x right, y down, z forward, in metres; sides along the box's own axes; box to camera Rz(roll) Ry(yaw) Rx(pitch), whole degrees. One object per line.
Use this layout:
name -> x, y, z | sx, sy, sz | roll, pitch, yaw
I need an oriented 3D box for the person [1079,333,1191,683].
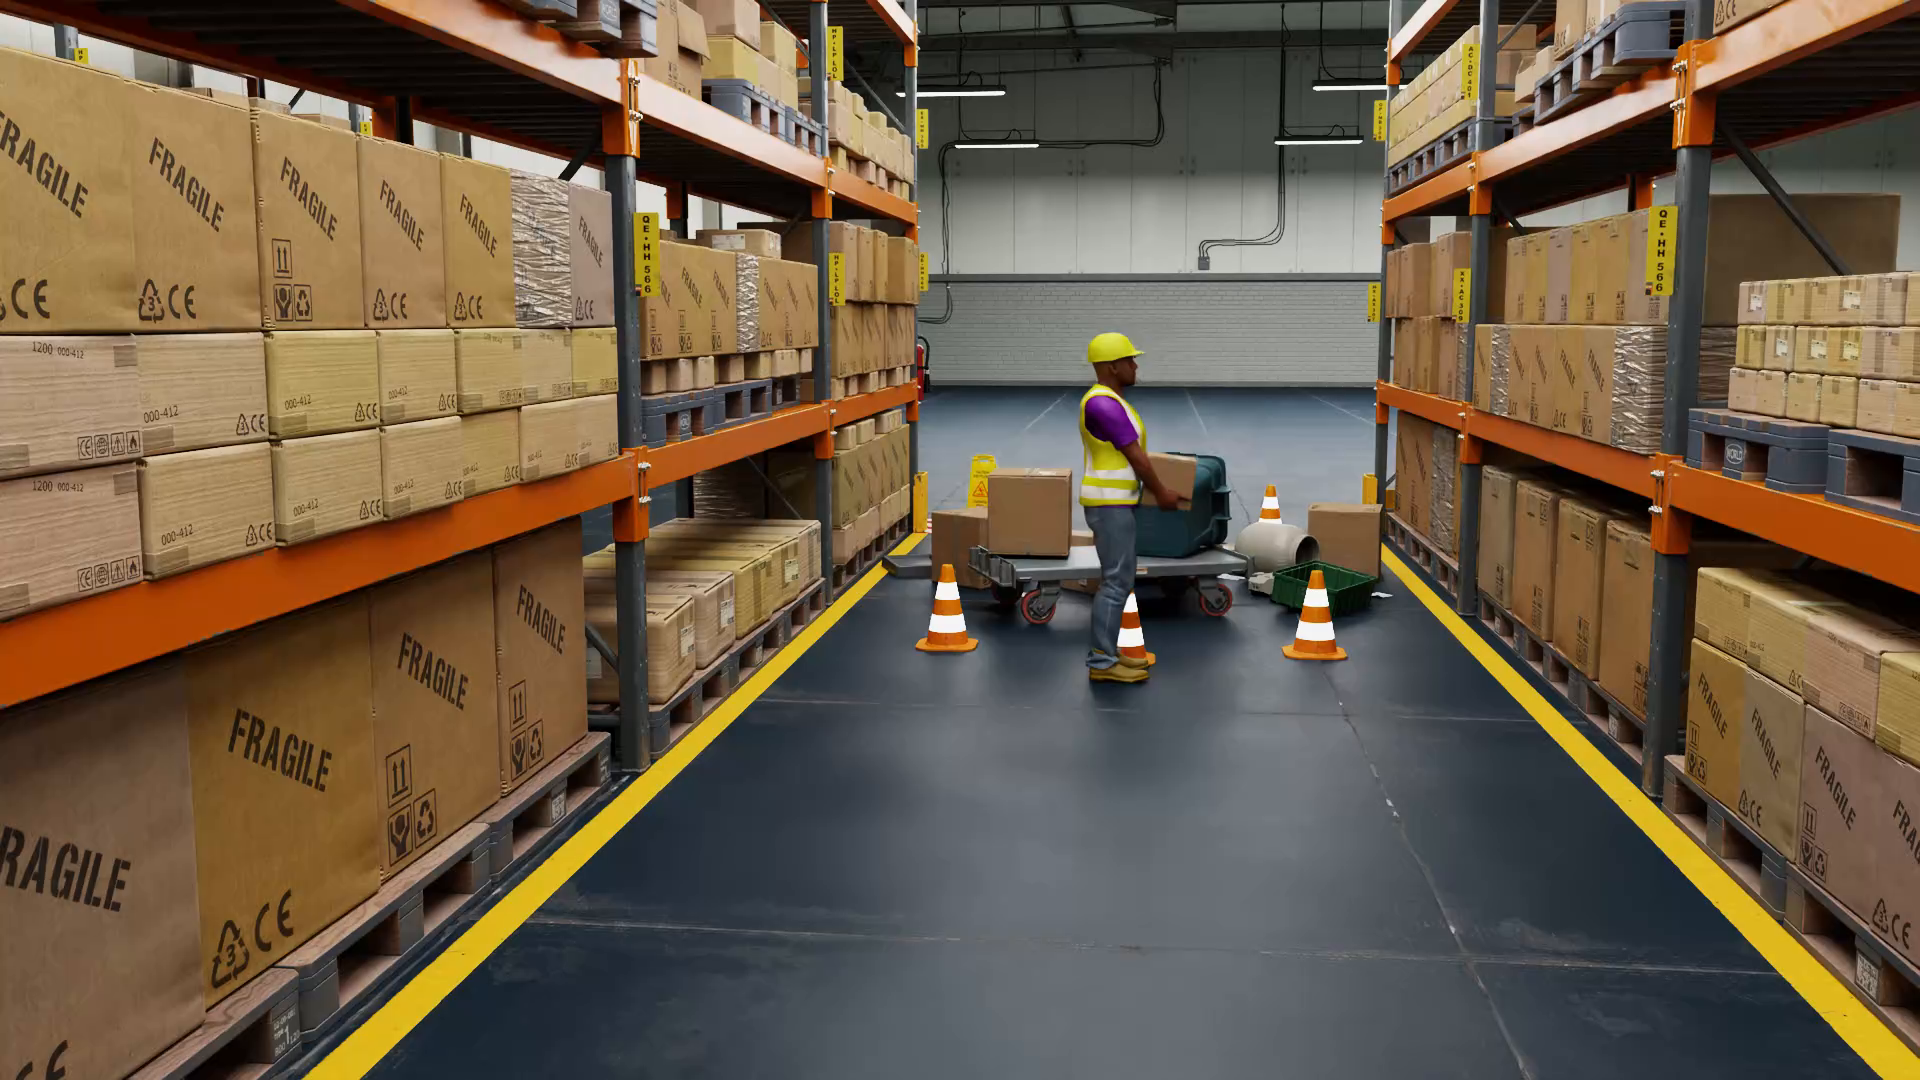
person -> 0.892, -0.172, 8.508 | 0.567, 1.763, 0.505 | 1, 8, 6
